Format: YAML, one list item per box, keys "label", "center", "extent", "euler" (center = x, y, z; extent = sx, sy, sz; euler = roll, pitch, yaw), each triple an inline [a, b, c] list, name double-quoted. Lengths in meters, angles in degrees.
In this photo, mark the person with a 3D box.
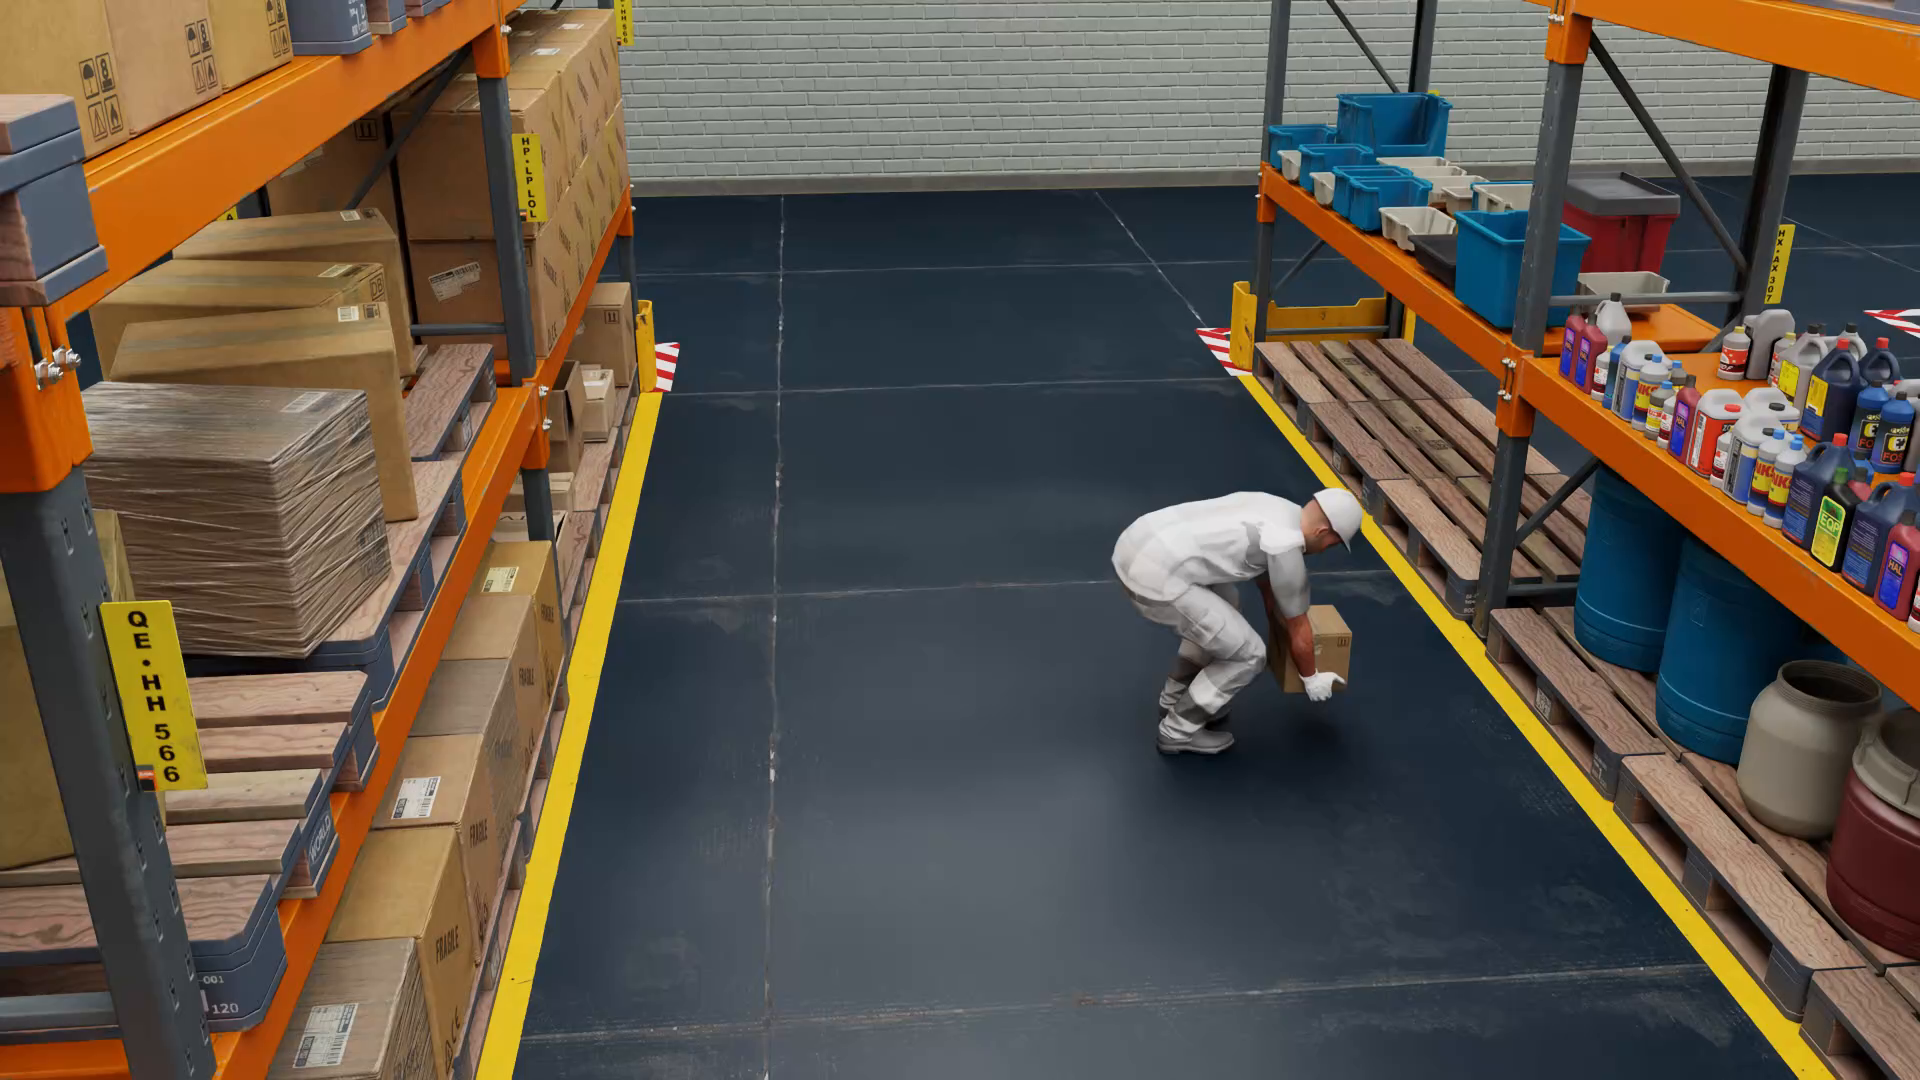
- label: "person"
  center: [1.055, 0.295, 6.386]
  extent: [0.955, 0.995, 0.525]
  euler: [-3, 24, -7]
